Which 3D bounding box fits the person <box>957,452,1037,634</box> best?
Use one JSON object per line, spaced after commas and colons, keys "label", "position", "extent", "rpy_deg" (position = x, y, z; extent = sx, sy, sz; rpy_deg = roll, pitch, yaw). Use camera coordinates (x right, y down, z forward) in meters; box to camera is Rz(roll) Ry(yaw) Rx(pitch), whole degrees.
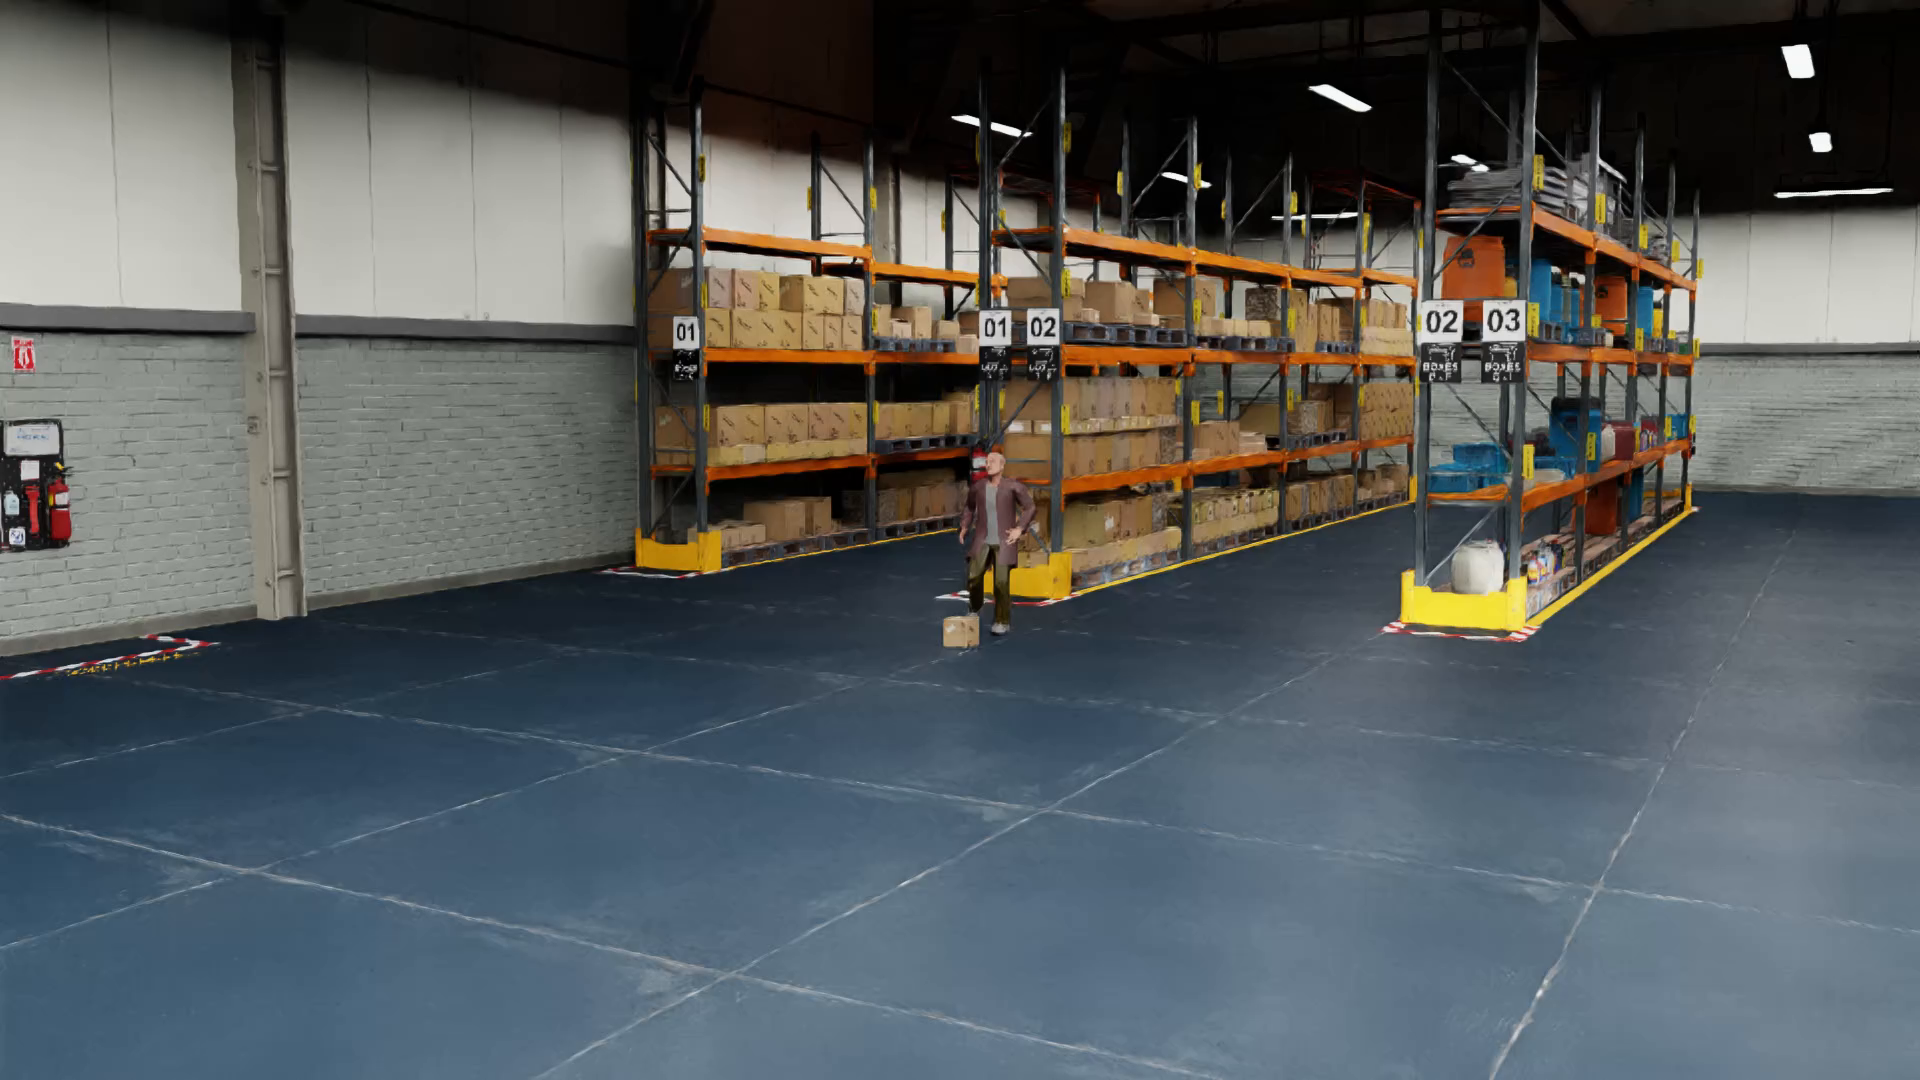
{"label": "person", "position": [0.344, 0.027, 15.979], "extent": [0.772, 1.744, 0.521], "rpy_deg": [1, 6, 14]}
